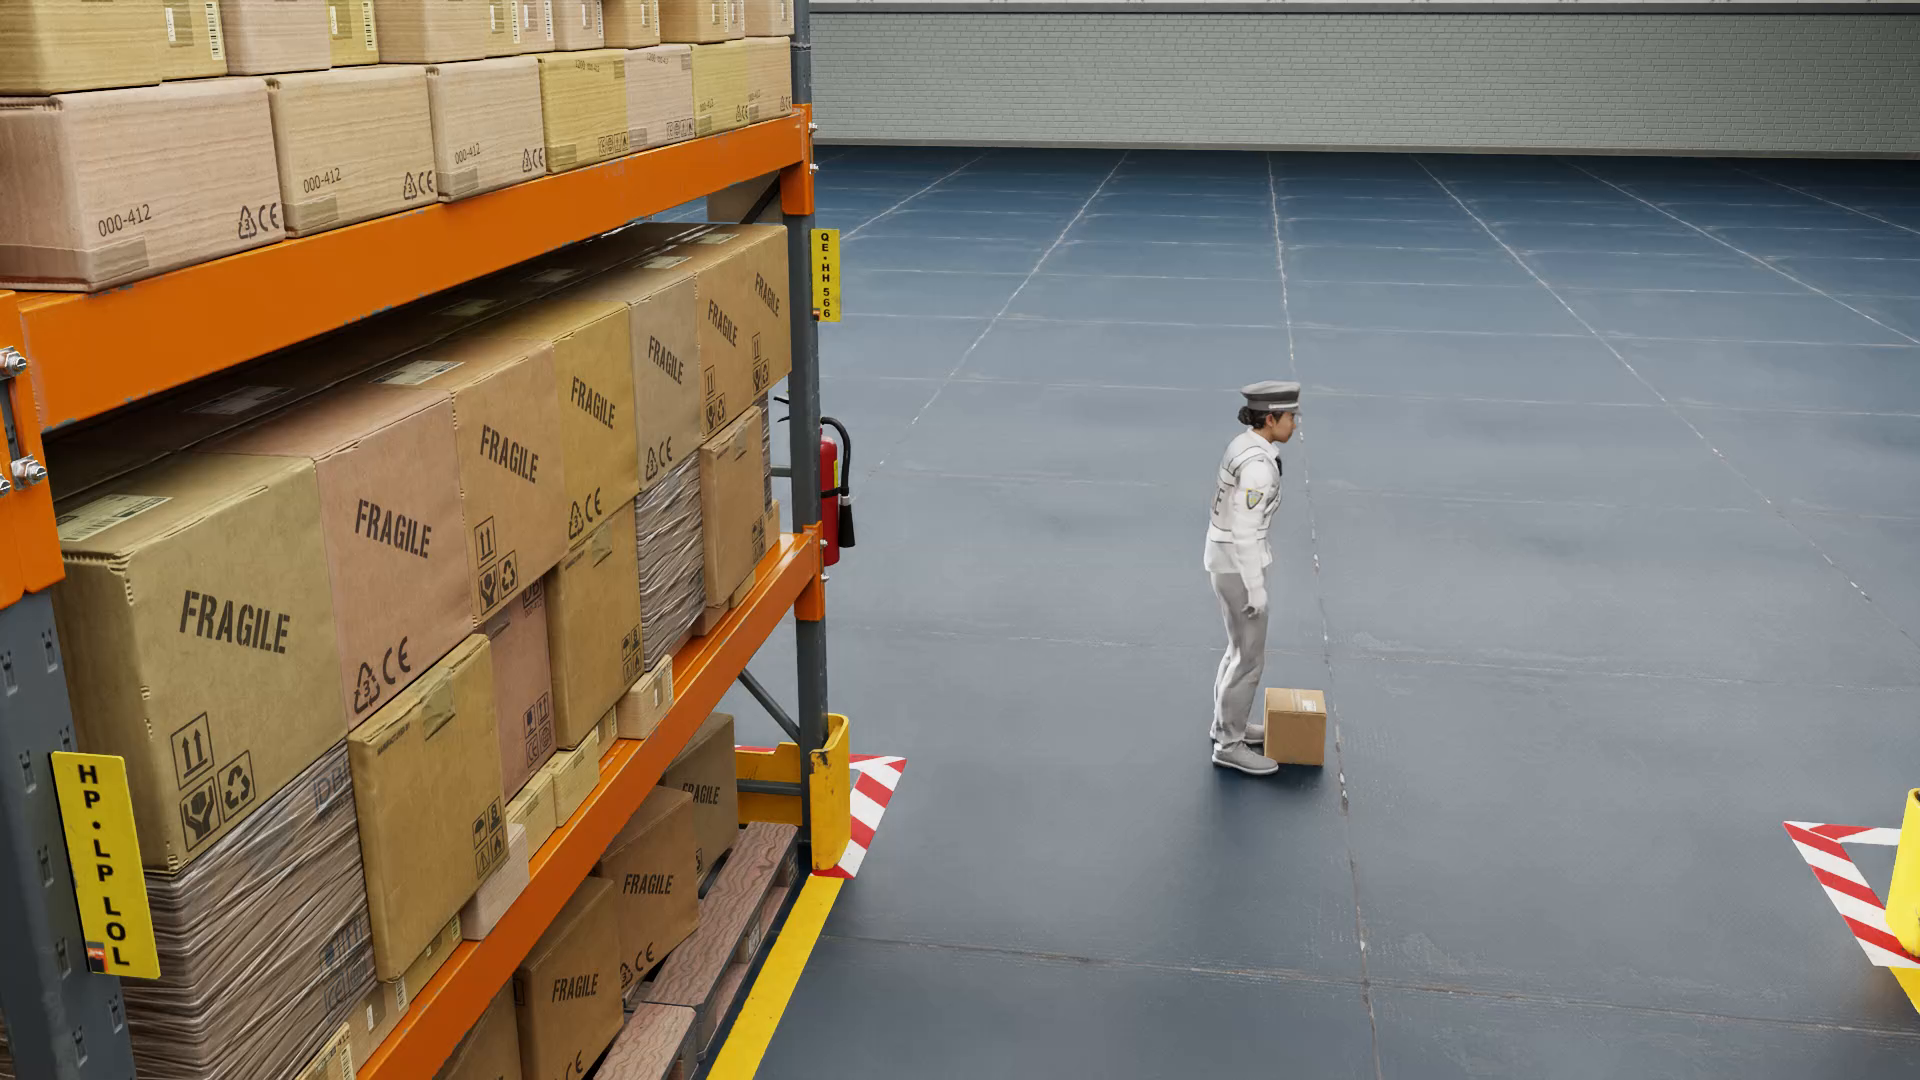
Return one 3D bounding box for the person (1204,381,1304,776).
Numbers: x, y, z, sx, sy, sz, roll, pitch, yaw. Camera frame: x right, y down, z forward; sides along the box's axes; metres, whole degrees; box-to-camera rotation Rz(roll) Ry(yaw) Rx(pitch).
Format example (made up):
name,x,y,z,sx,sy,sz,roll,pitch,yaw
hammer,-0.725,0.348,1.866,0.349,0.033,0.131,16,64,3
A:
name,x,y,z,sx,sy,sz,roll,pitch,yaw
person,1.237,0.138,7.124,0.379,1.663,0.535,3,18,8
